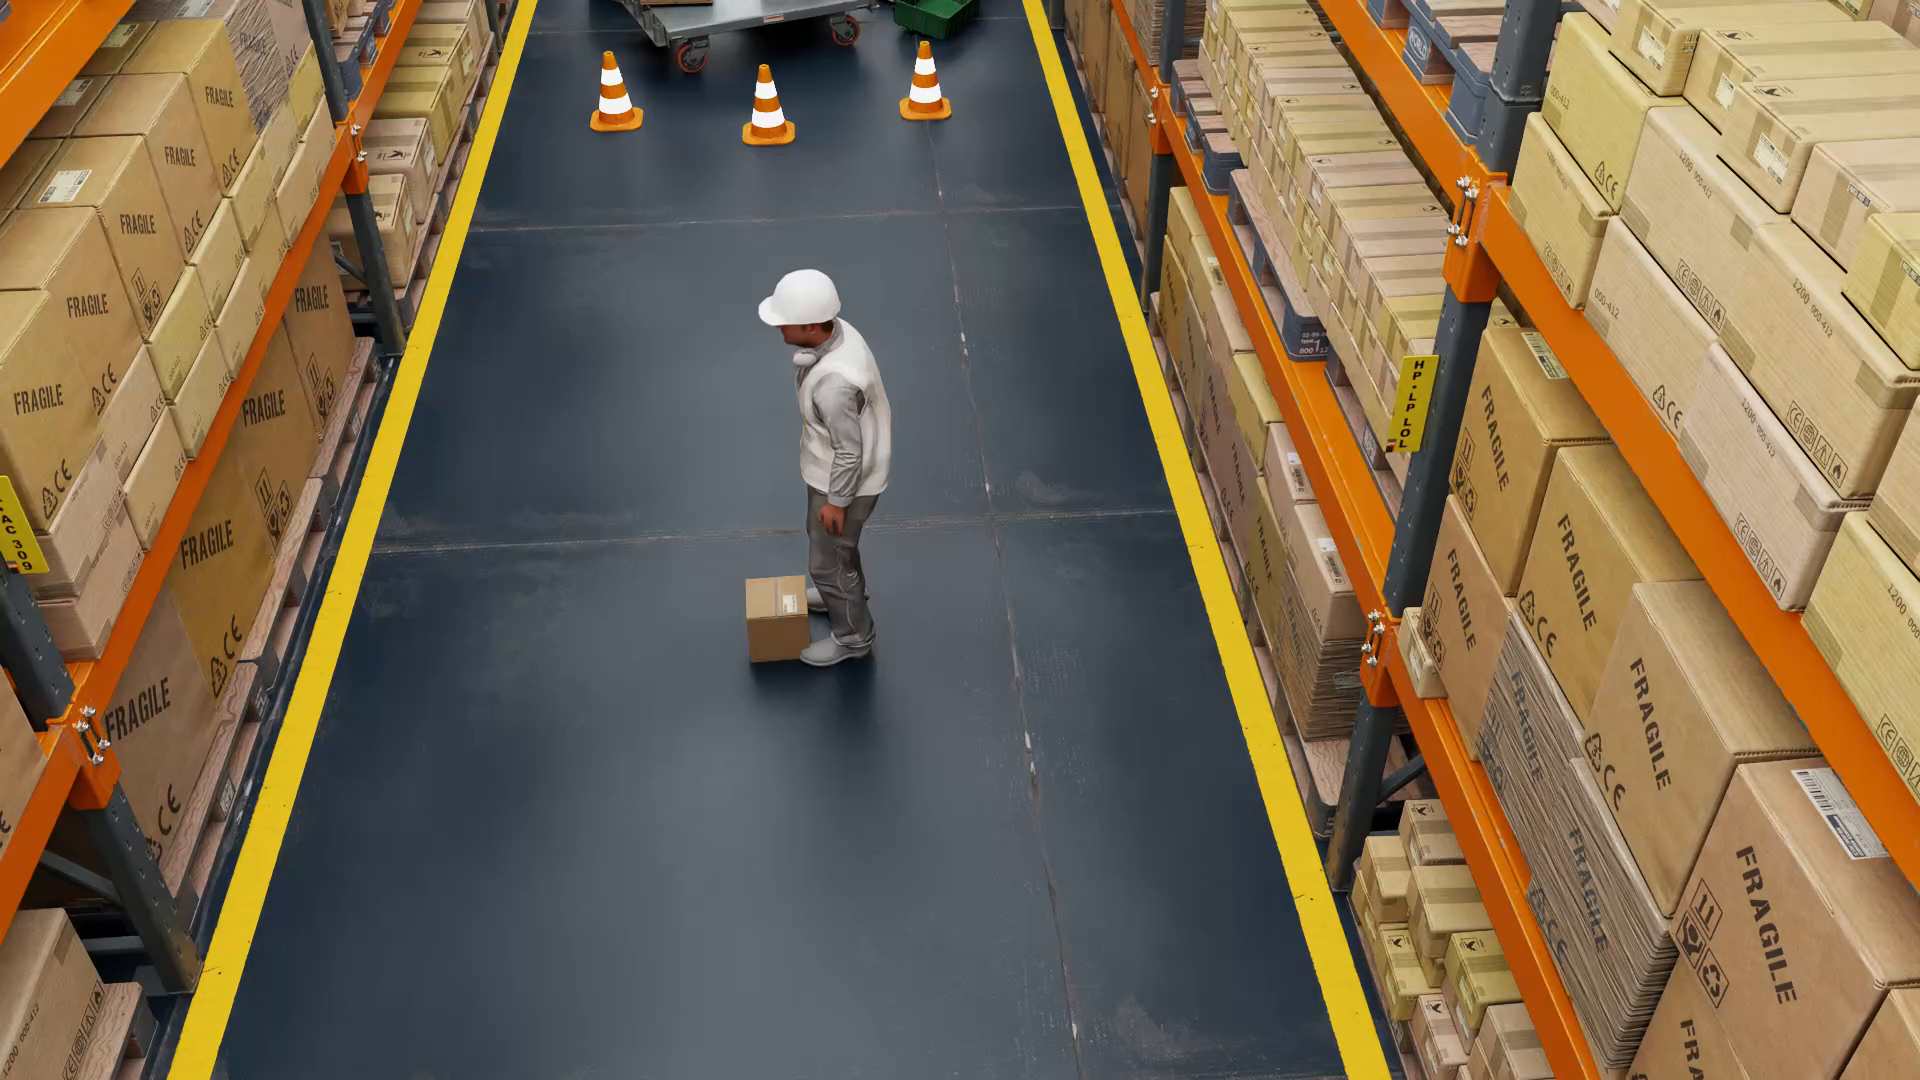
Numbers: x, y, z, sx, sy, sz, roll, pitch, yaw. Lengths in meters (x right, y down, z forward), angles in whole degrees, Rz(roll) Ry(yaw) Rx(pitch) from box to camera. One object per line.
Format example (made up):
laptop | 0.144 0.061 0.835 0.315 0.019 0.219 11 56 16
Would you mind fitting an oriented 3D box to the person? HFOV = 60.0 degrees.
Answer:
person | -0.497 -0.280 6.484 0.466 1.766 0.579 -5 39 -6
